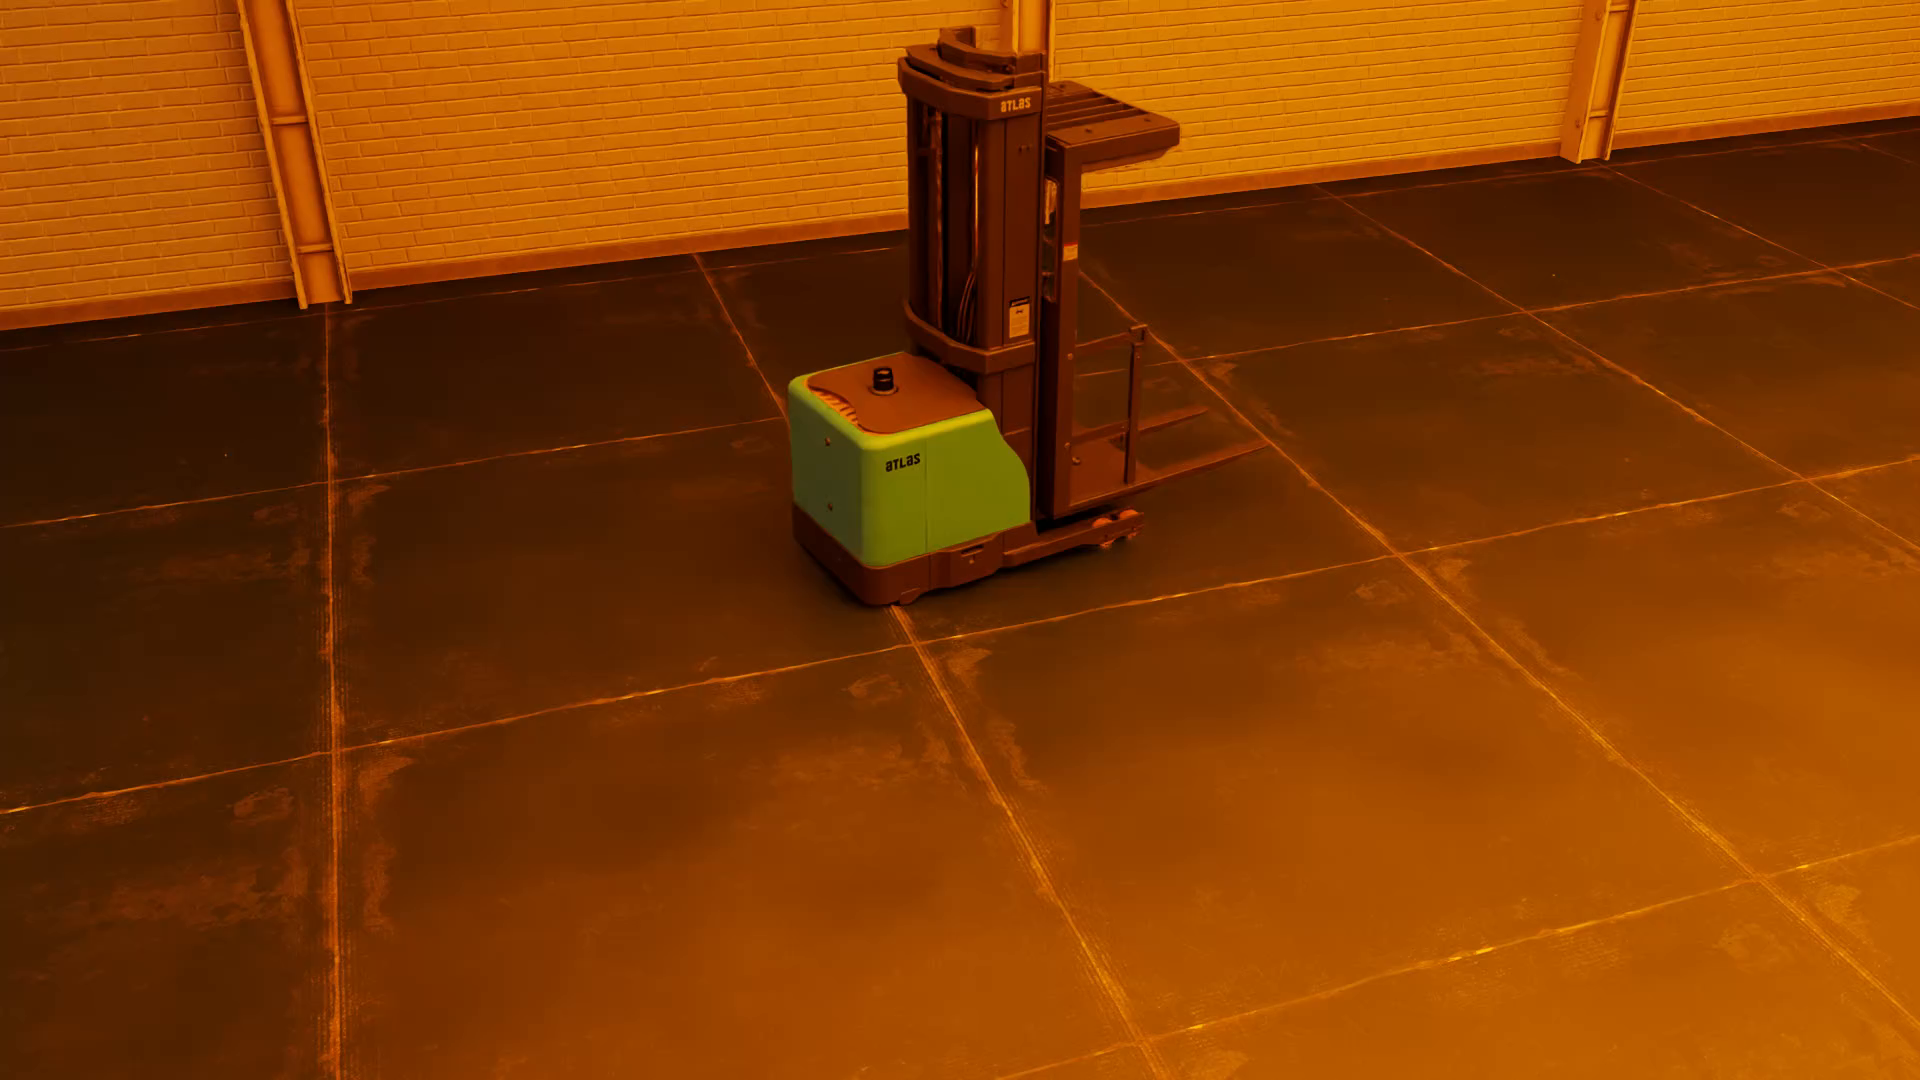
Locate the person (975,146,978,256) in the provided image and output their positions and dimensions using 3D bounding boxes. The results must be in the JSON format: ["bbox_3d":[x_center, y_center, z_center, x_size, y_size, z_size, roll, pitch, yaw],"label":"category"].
[{"bbox_3d":[0.120,-2.379,12.398,0.476,1.762,0.753,-4,30,-7],"label":"person"}]

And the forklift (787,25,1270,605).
[{"bbox_3d":[0.523,-1.442,9.593,3.031,2.935,1.130,-17,34,-27],"label":"forklift"}]
